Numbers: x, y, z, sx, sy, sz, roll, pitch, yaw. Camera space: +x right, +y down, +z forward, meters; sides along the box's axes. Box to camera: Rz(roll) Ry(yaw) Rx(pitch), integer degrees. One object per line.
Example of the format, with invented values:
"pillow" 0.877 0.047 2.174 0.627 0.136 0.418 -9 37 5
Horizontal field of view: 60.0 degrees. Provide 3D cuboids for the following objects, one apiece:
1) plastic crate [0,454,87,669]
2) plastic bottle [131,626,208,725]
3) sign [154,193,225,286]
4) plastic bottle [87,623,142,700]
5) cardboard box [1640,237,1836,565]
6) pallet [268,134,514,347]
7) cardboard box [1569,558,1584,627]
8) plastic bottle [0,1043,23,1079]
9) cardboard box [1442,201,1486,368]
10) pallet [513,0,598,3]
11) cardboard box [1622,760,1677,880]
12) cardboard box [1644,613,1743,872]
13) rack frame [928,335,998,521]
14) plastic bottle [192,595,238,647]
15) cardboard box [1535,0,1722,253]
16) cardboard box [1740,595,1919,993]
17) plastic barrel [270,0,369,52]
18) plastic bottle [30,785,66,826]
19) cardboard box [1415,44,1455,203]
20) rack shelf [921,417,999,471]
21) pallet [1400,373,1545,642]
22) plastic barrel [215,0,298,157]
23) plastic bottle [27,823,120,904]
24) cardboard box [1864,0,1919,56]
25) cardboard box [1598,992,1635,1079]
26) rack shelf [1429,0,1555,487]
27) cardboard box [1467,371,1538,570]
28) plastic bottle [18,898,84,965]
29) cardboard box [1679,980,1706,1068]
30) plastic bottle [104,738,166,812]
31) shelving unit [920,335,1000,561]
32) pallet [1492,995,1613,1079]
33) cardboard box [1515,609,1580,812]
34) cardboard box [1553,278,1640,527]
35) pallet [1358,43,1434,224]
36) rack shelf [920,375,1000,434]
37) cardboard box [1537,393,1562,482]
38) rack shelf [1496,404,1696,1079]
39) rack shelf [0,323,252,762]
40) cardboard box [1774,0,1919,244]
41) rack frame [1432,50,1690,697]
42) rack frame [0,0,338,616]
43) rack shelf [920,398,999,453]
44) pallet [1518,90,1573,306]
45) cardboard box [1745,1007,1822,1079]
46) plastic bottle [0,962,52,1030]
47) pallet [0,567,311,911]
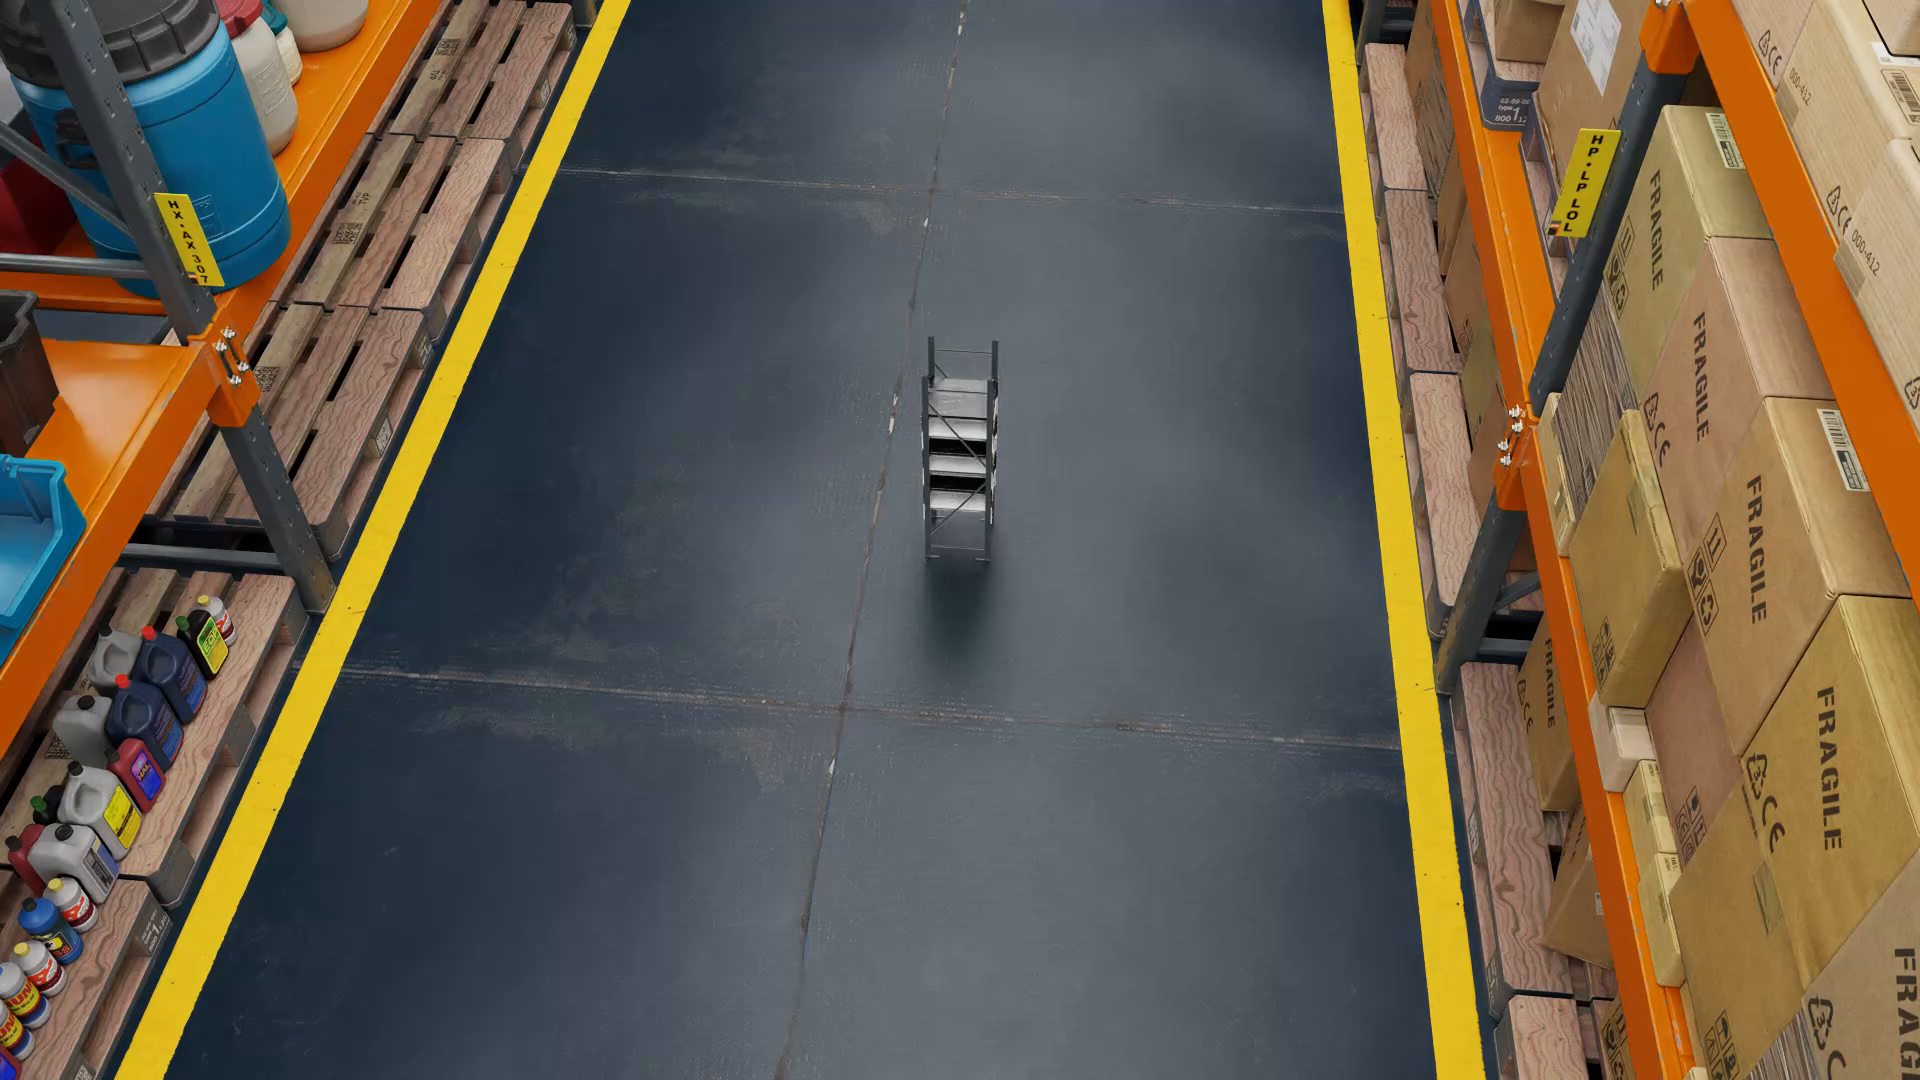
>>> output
"plastic crate" -2.611 0.062 4.261 0.499 0.251 0.616 4 48 4
"plastic bottle" -2.552 0.418 5.332 0.144 0.351 0.185 3 48 2
"sign" -2.234 -0.868 4.824 0.100 0.325 0.005 4 48 4
"plastic bottle" -2.696 0.409 5.341 0.144 0.351 0.185 4 48 4
"cardboard box" 1.813 -0.277 3.524 0.500 0.500 0.500 4 48 4
"pallet" -2.639 -1.357 7.348 1.003 0.211 1.213 4 48 4
"cardboard box" 1.802 0.104 4.292 0.380 0.149 0.250 4 48 4
"plastic bottle" -2.631 1.411 4.469 0.061 0.283 0.133 5 48 4
"cardboard box" 2.342 -1.002 6.529 0.700 0.500 0.500 0 48 0
"pallet" -2.386 -3.400 9.217 1.003 0.211 1.213 4 48 4
"cardboard box" 1.743 0.656 3.788 0.380 0.149 0.250 4 48 4
"cardboard box" 2.023 0.445 3.541 0.875 0.500 0.500 4 48 4
"rack frame" 0.010 -0.384 5.992 0.240 0.900 0.006 4 48 4
"plastic bottle" -2.503 0.264 5.574 0.097 0.201 0.097 0 48 0
"cardboard box" 2.363 -1.405 4.811 1.000 1.000 1.000 4 48 4
"cardboard box" 1.733 0.458 2.851 0.500 0.500 0.500 4 48 4
"plastic barrel" -2.408 -2.093 6.040 0.433 0.535 0.433 0 48 0
"plastic bottle" -2.704 0.831 4.999 0.061 0.283 0.133 4 48 4
"cardboard box" 2.437 -1.829 7.286 0.700 0.500 0.500 0 48 0
"rack shelf" 0.001 -0.348 5.882 0.258 0.077 0.200 4 48 4
"pallet" 2.221 -0.118 6.215 1.003 0.211 1.213 4 48 4
"plastic barrel" -2.475 -1.554 5.546 0.433 0.535 0.433 0 48 0
"plastic bottle" -2.618 0.941 4.904 0.152 0.276 0.135 5 48 4
"cardboard box" 1.813 -0.966 2.899 0.380 0.149 0.250 4 48 4
"cardboard box" 2.052 1.389 4.356 0.500 0.500 0.500 0 48 0
"rack shelf" 2.334 -1.714 6.272 1.077 0.370 4.000 4 48 4
"cardboard box" 2.229 -0.241 5.834 0.700 0.500 0.500 1 48 1
"plastic bottle" -2.611 1.106 4.756 0.097 0.271 0.097 0 48 0
"cardboard box" 1.732 1.026 3.449 0.380 0.149 0.250 4 48 4
"plastic bottle" -2.543 0.705 5.115 0.061 0.283 0.133 7 48 6
"shelving unit" 0.001 -0.310 5.923 0.258 0.900 0.210 4 48 4
"pallet" 2.017 1.849 4.416 1.003 0.211 1.213 4 48 4
"cardboard box" 2.075 0.506 5.163 0.500 0.500 0.500 3 48 2
"cardboard box" 2.049 -0.294 4.217 0.875 0.500 0.500 4 48 4
"pallet" 2.443 -1.911 7.855 1.003 0.211 1.213 4 48 4
"rack shelf" 0.001 -0.469 5.749 0.258 0.077 0.200 4 48 4
"cardboard box" 1.833 -0.264 4.629 0.380 0.149 0.250 4 48 4
"rack shelf" 1.969 1.226 3.584 1.077 0.370 4.000 4 48 4
"rack shelf" -2.963 0.893 3.888 1.077 0.370 4.000 4 48 4
"cardboard box" 1.812 -0.746 2.968 0.500 0.250 0.500 3 48 3
"rack frame" 2.152 -0.487 4.662 1.000 3.000 0.127 4 48 4
"rack frame" -2.781 -0.820 4.967 1.000 3.000 0.127 4 48 4
"rack shelf" 0.001 -0.409 5.815 0.258 0.077 0.200 4 48 4
"pallet" 2.366 -0.974 5.238 1.003 0.211 1.213 4 48 4
"cardboard box" 1.879 1.176 2.872 0.875 0.500 0.500 4 48 4
"plastic bottle" -2.629 1.255 4.620 0.097 0.271 0.097 0 48 0
"pallet" -2.883 0.612 5.547 1.003 0.211 1.213 4 48 4
